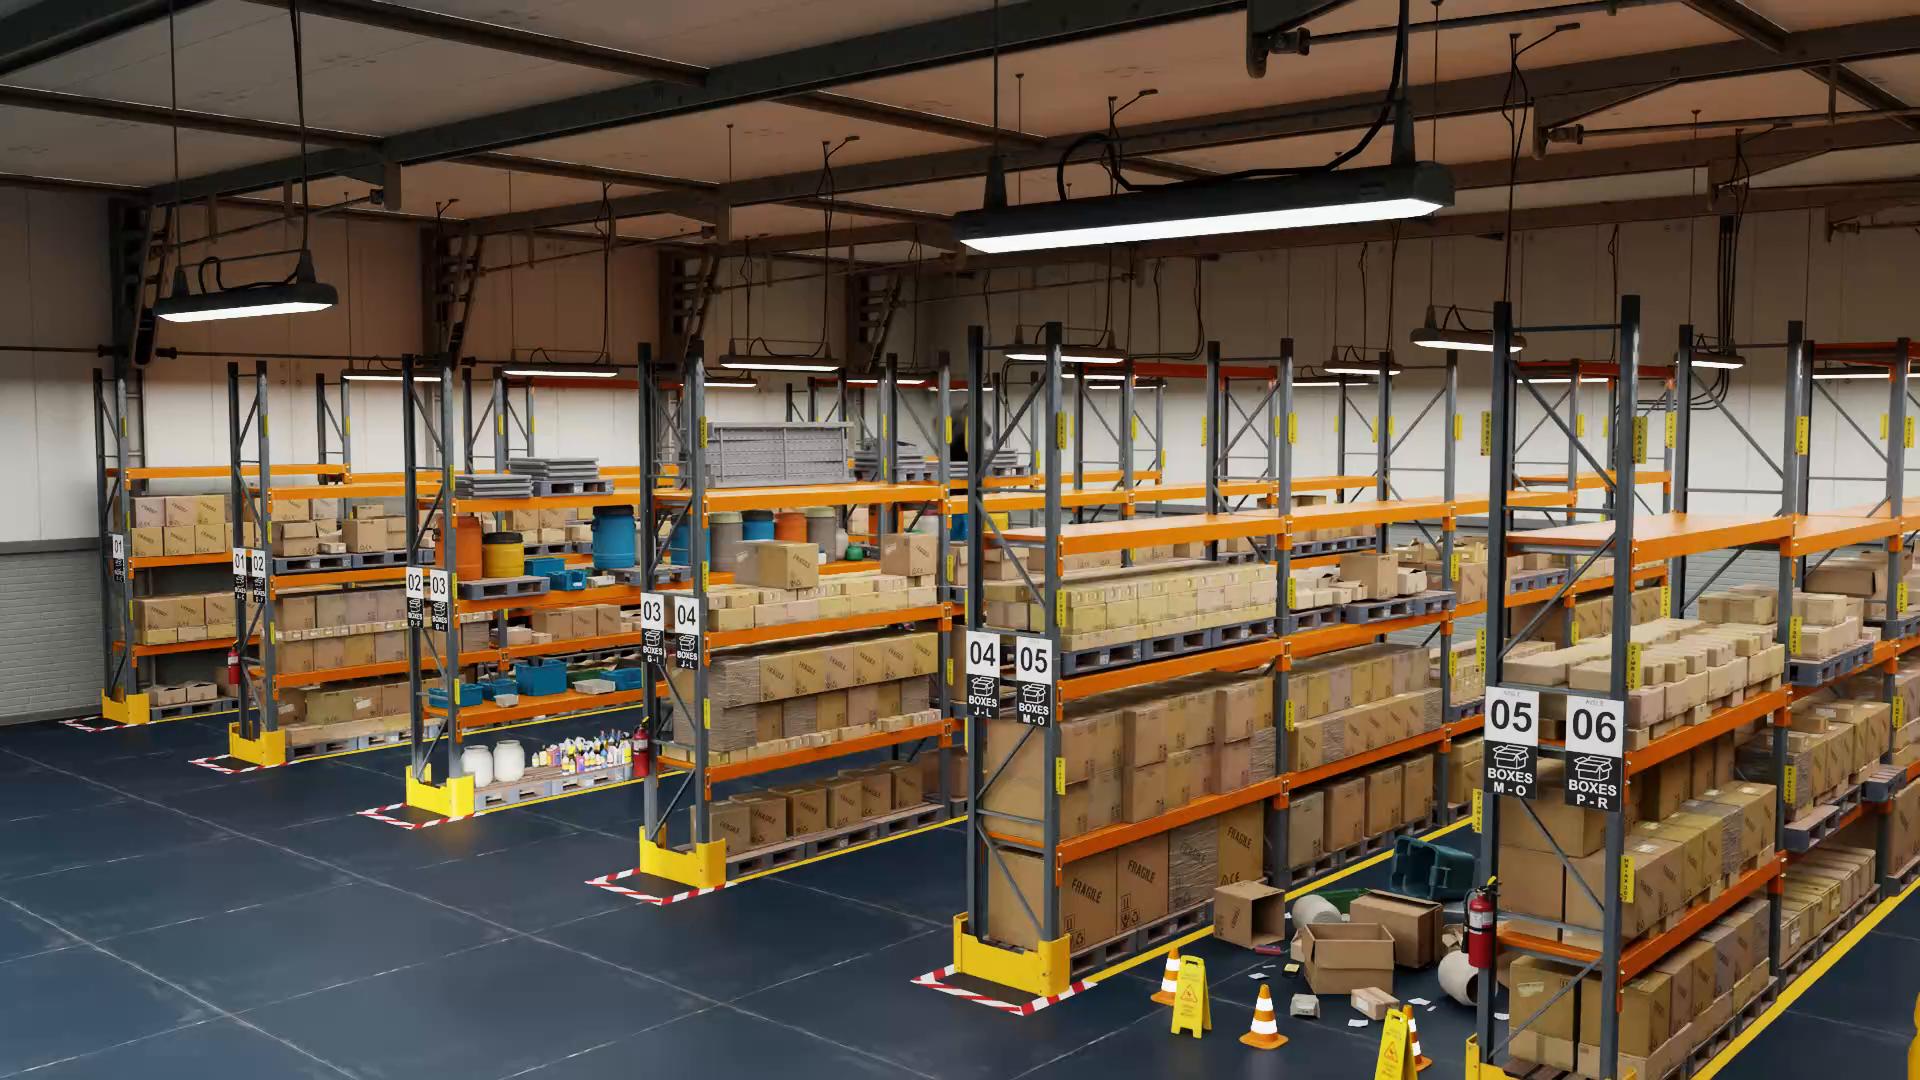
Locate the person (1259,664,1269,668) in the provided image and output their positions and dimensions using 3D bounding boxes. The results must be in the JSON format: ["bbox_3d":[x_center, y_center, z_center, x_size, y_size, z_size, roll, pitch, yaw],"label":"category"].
[{"bbox_3d":[4.216,2.592,23.114,0.635,1.727,0.564,3,5,39],"label":"person"}]

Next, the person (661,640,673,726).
[{"bbox_3d":[-4.920,2.266,27.242,0.674,1.665,0.524,4,6,41],"label":"person"}]
